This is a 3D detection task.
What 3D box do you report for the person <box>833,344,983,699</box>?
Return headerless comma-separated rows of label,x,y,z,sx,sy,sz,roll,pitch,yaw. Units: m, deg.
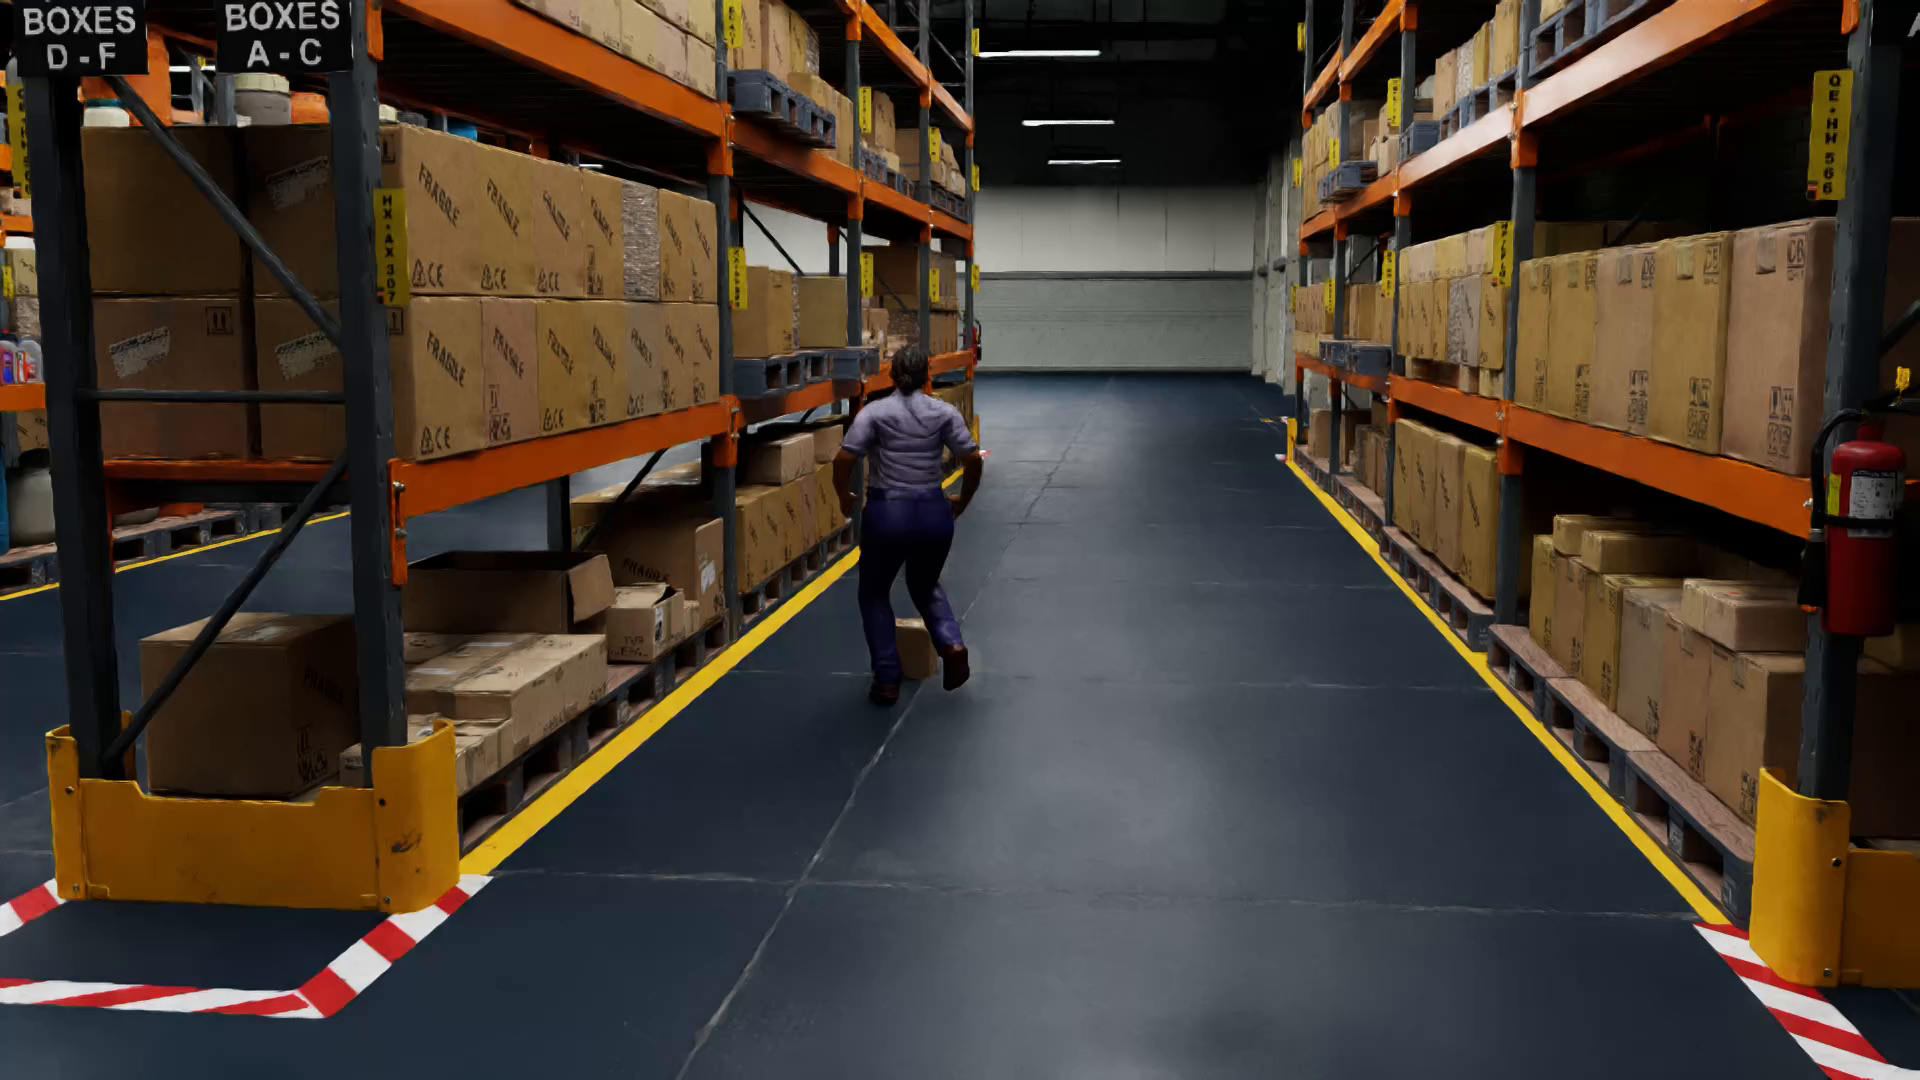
person,-0.271,-0.077,7.524,0.663,1.612,0.485,-3,8,-20
